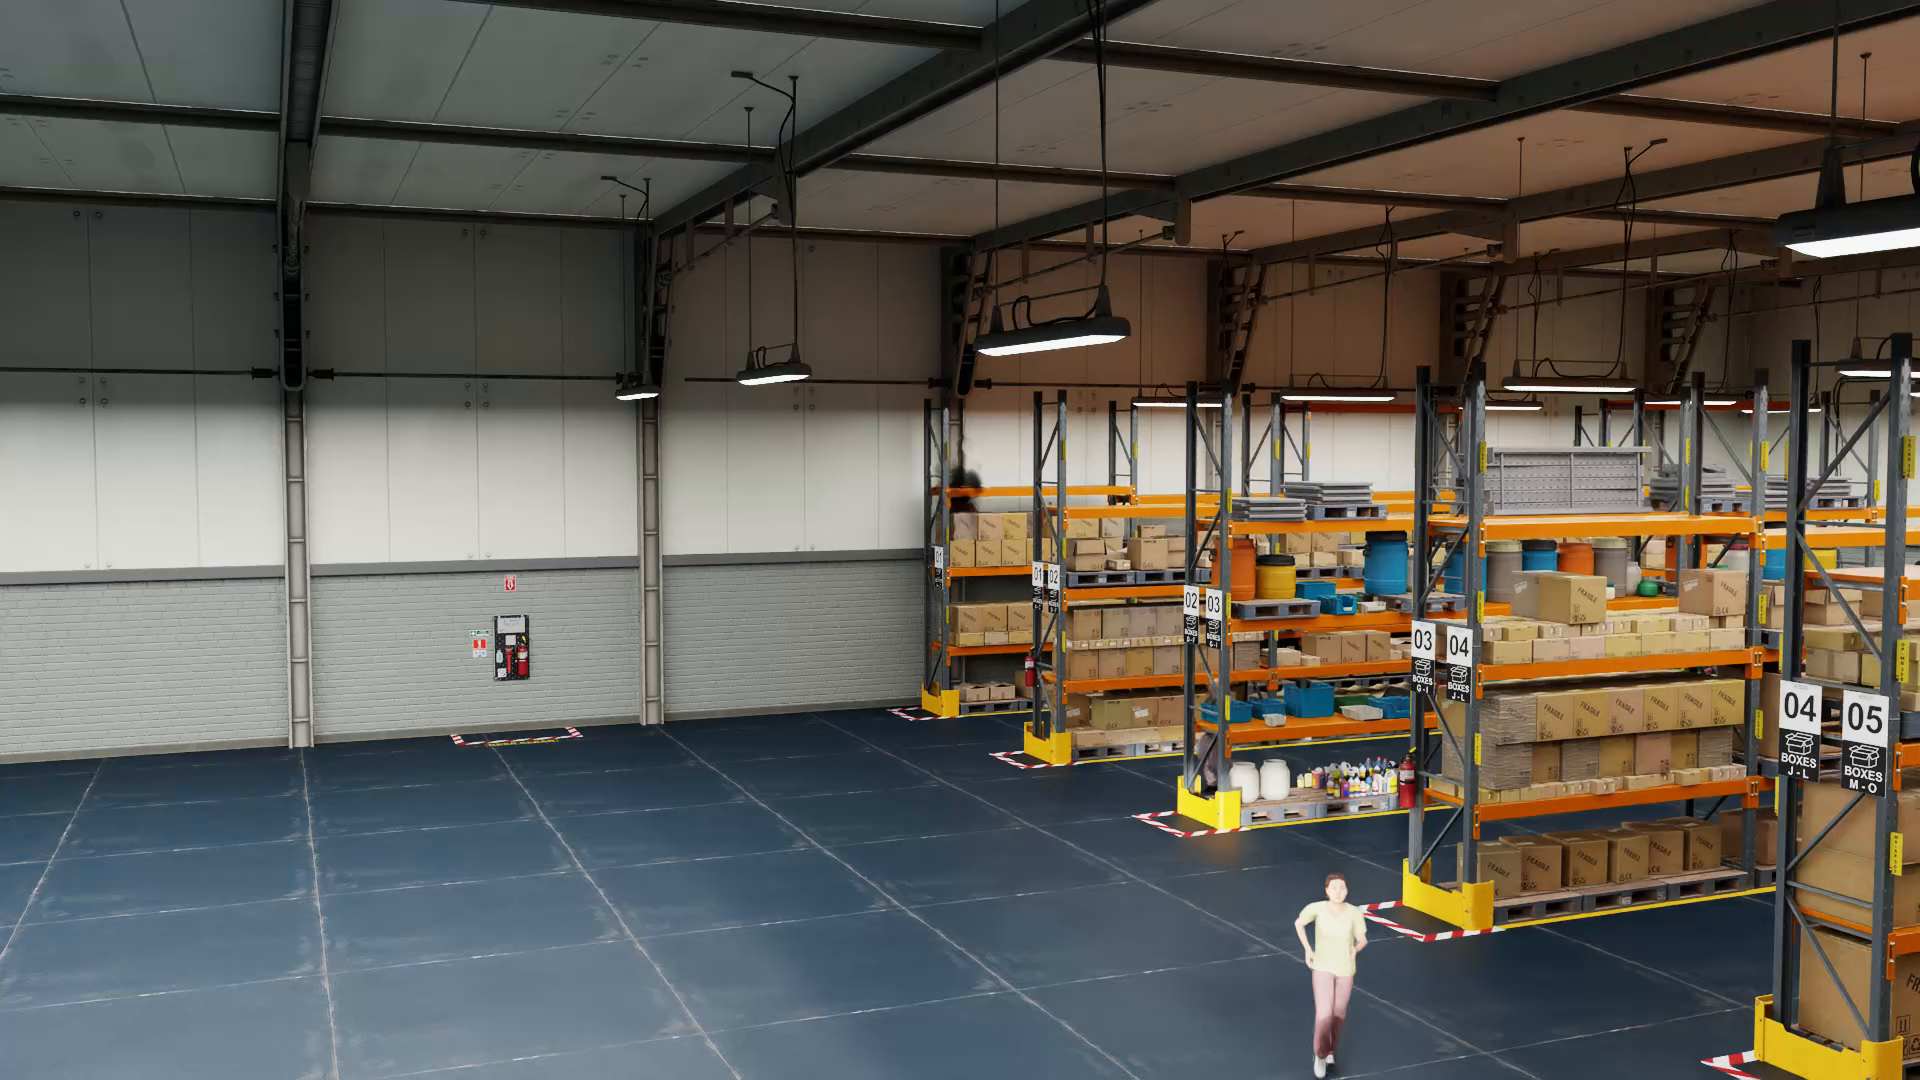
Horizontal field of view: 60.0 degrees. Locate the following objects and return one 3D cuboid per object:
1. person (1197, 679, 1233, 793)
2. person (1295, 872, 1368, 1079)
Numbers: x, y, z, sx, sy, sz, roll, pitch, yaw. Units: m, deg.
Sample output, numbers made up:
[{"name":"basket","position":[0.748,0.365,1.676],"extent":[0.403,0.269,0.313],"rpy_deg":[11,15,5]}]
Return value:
[{"name":"person","position":[3.822,2.881,24.558],"extent":[0.621,1.683,0.683],"rpy_deg":[-1,4,-20]},{"name":"person","position":[3.040,3.536,13.549],"extent":[0.554,1.673,0.667],"rpy_deg":[0,3,2]}]
